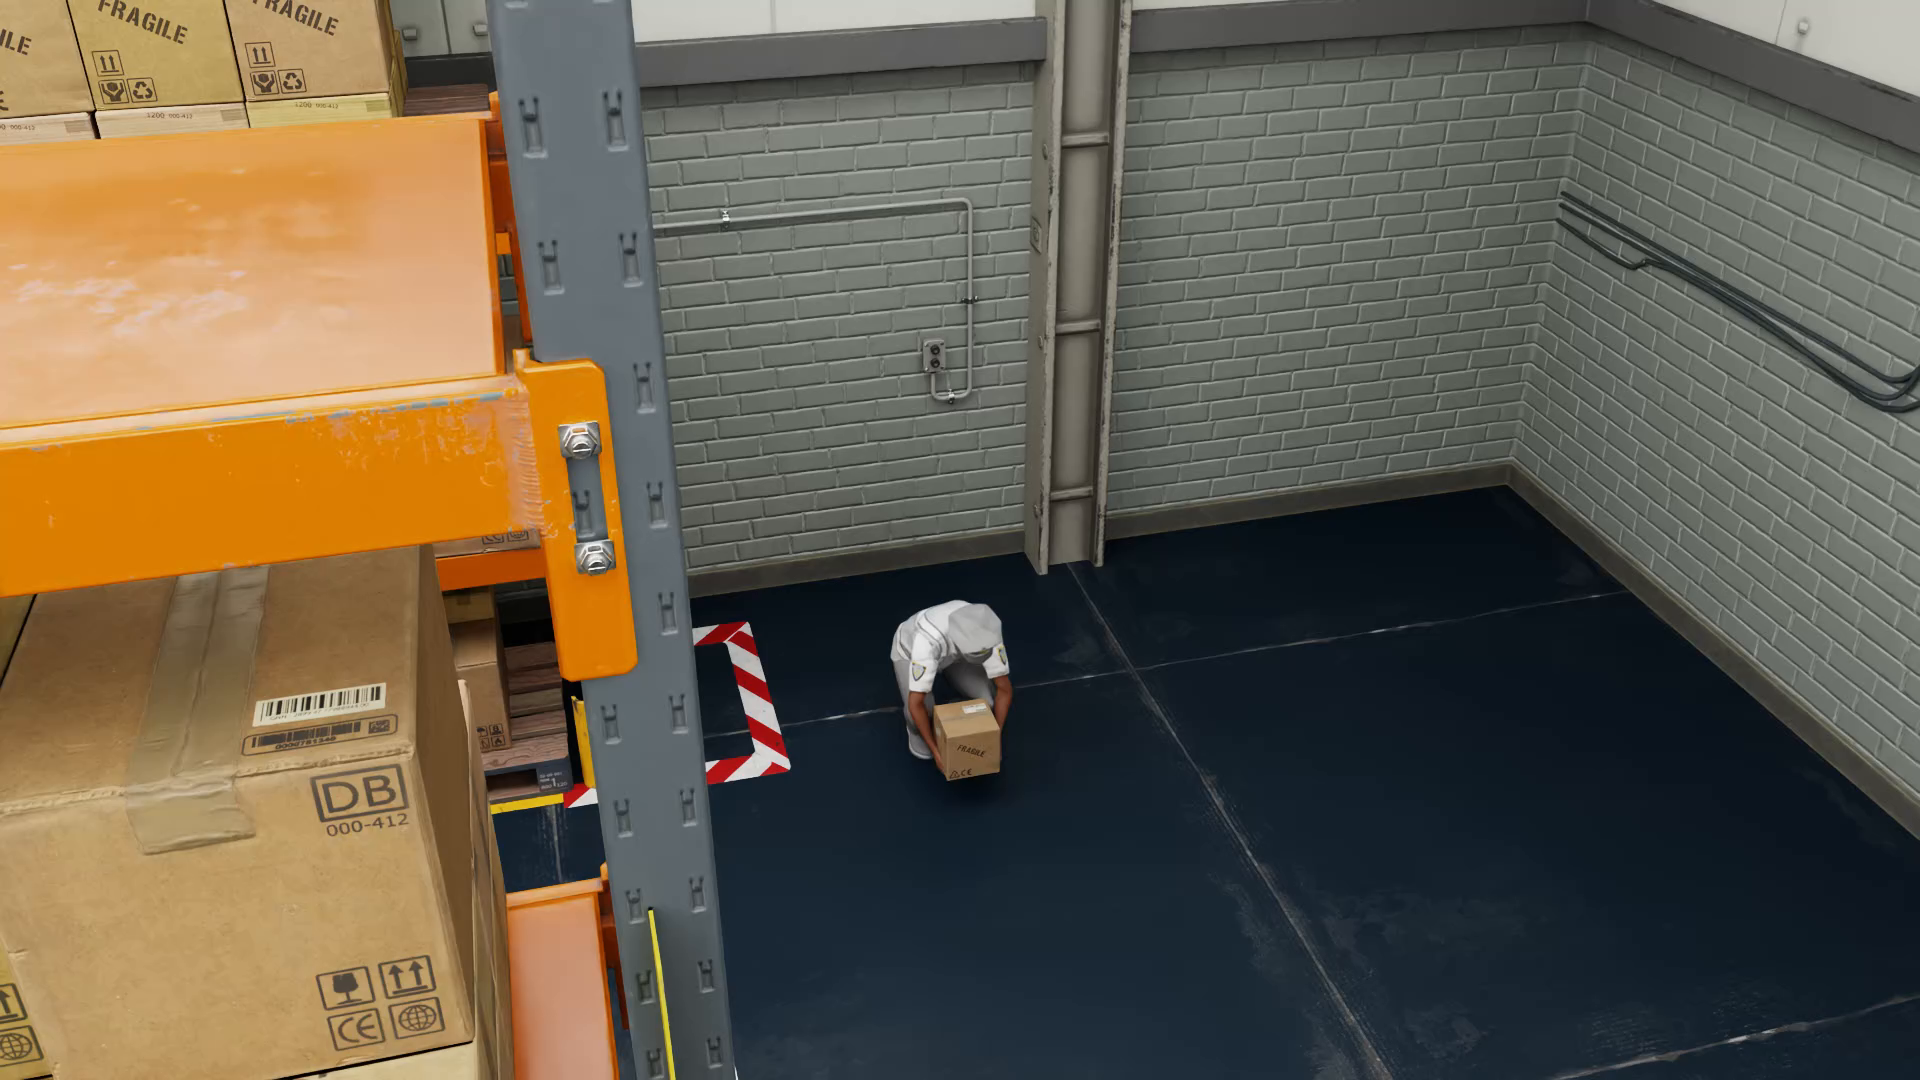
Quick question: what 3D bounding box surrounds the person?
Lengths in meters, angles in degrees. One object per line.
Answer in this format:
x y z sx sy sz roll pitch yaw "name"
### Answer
-3.733 3.196 2.626 10.686 1.845 10.192 -8 31 -13 "person"
